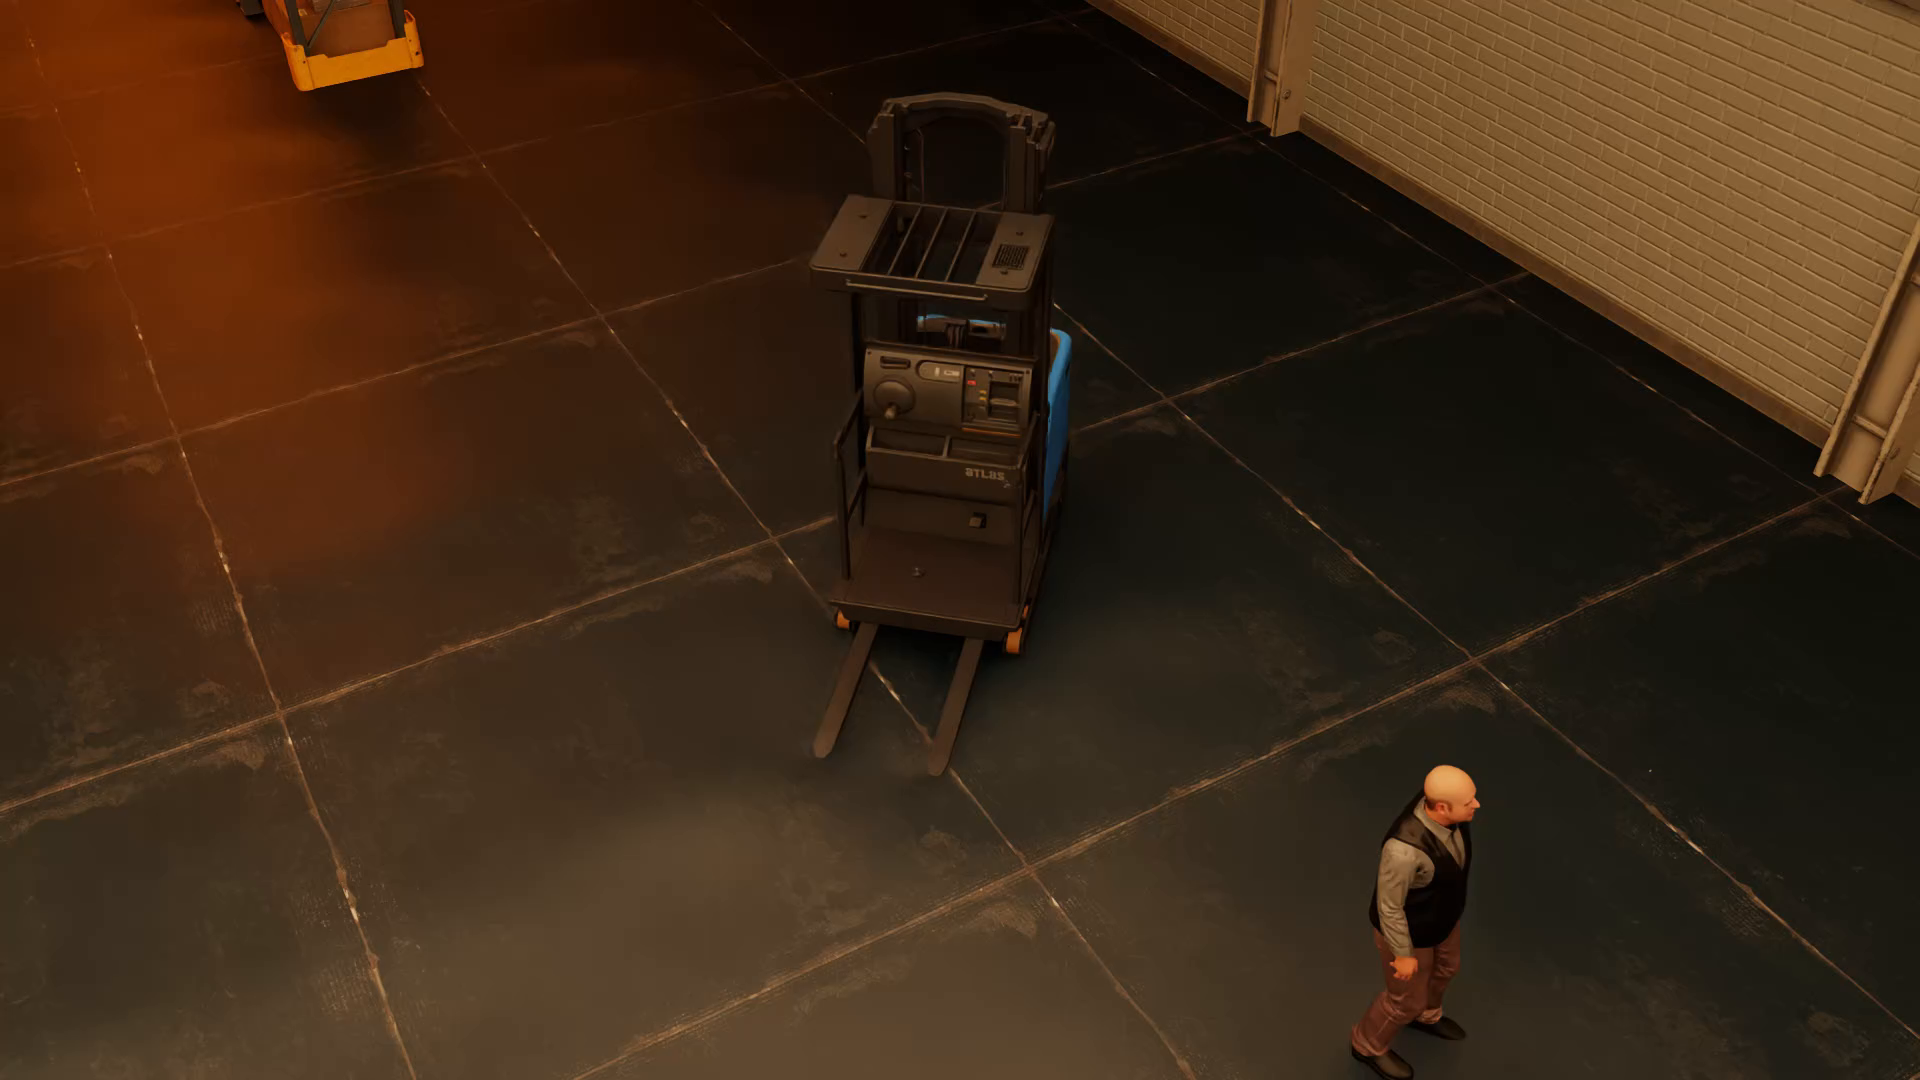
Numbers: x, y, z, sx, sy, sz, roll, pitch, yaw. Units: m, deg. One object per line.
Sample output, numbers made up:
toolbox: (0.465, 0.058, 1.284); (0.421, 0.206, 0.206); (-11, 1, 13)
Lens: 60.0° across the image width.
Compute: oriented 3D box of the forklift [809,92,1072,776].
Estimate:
forklift: (-0.112, -0.736, 8.924); (1.130, 2.935, 3.031); (8, 40, 9)

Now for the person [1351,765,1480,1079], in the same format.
person: (1.989, 1.631, 7.046); (0.509, 1.748, 0.614); (25, 46, 27)
